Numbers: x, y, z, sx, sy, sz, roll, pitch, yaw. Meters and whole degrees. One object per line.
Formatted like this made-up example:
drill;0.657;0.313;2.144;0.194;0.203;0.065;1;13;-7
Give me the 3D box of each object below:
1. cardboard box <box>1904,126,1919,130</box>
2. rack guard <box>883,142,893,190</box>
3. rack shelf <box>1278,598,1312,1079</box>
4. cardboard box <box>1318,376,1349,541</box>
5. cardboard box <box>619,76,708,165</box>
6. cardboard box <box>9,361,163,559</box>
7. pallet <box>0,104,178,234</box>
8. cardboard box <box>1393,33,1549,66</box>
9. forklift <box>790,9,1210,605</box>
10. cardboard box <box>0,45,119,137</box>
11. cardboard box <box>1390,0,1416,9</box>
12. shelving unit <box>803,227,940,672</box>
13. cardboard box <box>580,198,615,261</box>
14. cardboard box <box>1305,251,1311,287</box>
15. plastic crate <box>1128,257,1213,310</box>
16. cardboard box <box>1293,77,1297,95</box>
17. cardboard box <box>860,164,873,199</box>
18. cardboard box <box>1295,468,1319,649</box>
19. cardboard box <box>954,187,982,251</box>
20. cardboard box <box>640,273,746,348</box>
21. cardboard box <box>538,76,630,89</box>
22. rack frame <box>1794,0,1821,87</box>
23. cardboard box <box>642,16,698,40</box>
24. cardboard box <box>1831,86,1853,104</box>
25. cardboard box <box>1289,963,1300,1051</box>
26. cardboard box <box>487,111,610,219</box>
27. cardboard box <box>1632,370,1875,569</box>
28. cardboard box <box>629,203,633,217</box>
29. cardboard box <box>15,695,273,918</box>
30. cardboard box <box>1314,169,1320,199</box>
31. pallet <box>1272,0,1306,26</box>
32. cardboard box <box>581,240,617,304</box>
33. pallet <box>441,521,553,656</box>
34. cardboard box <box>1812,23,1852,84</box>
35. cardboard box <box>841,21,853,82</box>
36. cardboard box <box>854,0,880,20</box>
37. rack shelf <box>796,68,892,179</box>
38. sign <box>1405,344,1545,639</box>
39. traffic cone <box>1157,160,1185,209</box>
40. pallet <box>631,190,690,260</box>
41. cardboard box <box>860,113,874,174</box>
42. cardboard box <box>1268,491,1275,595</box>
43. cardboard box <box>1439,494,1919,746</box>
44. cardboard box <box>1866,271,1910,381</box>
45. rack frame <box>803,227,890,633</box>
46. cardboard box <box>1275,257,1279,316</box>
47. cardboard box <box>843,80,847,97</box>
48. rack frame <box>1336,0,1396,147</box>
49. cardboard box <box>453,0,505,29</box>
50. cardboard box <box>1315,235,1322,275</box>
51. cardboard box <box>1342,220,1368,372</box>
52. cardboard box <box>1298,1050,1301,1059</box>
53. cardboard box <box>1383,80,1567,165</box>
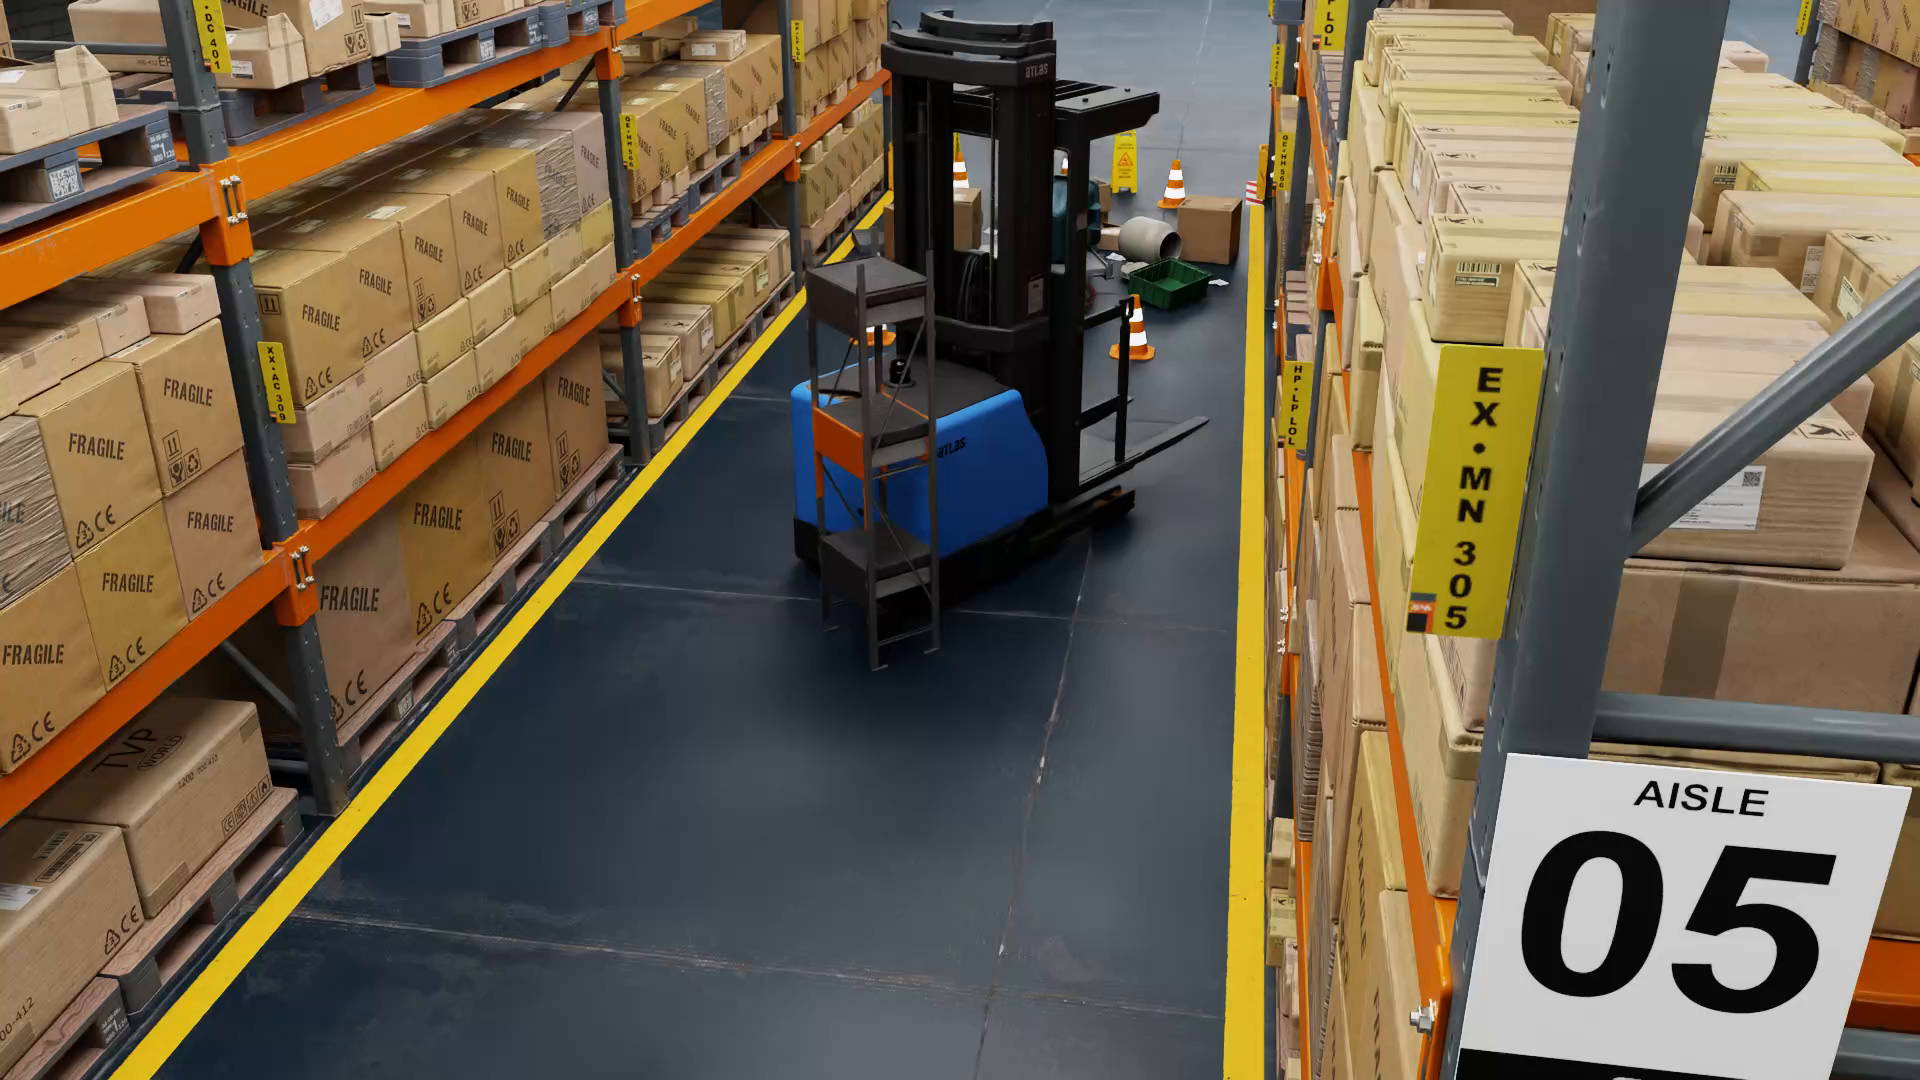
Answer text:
cardboard box;7.911;-3.280;13.515;0.380;0.149;0.250;4;25;9
rack guard;-1.222;-4.067;17.849;1.175;0.500;0.348;4;25;9
rack shelf;1.402;1.251;4.388;1.077;0.370;4.000;4;25;9
cardboard box;1.345;-0.155;4.894;0.500;0.500;0.500;3;25;7
cardboard box;-2.057;-2.868;11.375;0.500;0.500;0.500;4;25;9
cardboard box;-3.067;-0.282;5.517;0.500;0.500;0.500;4;25;8
pallet;-3.315;-1.189;5.318;1.003;0.211;1.213;4;25;9
cardboard box;1.380;-1.284;4.533;0.380;0.149;0.250;4;25;8
forklift;0.405;-1.528;9.557;1.130;2.935;3.031;20;32;36
cardboard box;-2.960;-1.456;5.329;0.396;0.266;0.258;5;26;10
cardboard box;2.111;-2.144;6.636;0.797;0.503;0.637;4;25;8
shelving unit;-0.419;-0.421;8.159;0.431;2.100;0.503;-17;30;-30
cardboard box;-2.346;-1.823;9.694;0.500;0.250;0.500;4;25;8
cardboard box;2.110;-1.488;9.191;0.380;0.149;0.250;4;25;8
plastic crate;1.772;-2.173;14.104;0.450;0.188;0.662;29;36;30
cardboard box;3.085;-3.480;13.470;0.875;0.550;0.550;4;25;9
cardboard box;-1.169;-3.603;16.657;0.500;0.250;0.500;4;25;9
cardboard box;1.399;0.098;5.533;0.500;0.500;0.500;4;25;8
cardboard box;-0.103;-2.658;13.946;0.500;0.500;0.500;4;25;9
cardboard box;-2.173;-1.747;12.547;0.950;0.372;0.625;5;26;10
cardboard box;-2.562;-2.893;11.428;0.500;0.500;0.500;2;25;5
rack frame;8.567;-4.544;15.920;1.000;3.000;0.127;4;25;9
cardboard box;-2.289;-4.050;13.134;0.380;0.149;0.250;4;25;8
cardboard box;8.149;-4.015;15.086;0.380;0.149;0.250;4;25;9
cardboard box;1.230;1.482;5.212;0.380;0.149;0.250;5;25;10
cardboard box;-2.344;-2.149;9.505;0.500;0.500;0.500;3;25;7
cardboard box;0.840;-0.095;1.994;0.380;0.149;0.250;4;25;8
cardboard box;-2.281;-2.084;10.466;0.380;0.149;0.250;3;25;5
cardboard box;-3.380;1.013;6.574;0.875;0.438;0.875;4;25;8
cardboard box;2.466;-2.269;9.763;0.700;0.500;0.500;4;25;8
pallet;2.436;-3.130;9.584;1.213;0.211;1.003;5;26;11
cardboard box;-2.344;-1.588;9.780;0.500;0.250;0.500;3;25;7
pallet;-2.922;0.211;9.050;1.003;0.211;1.213;4;25;9
cardboard box;8.450;-4.496;15.348;0.875;0.500;0.500;4;25;9
cardboard box;-1.300;-4.536;15.434;0.500;0.500;0.500;4;25;9
cardboard box;-1.150;-5.203;15.680;0.700;0.500;0.500;4;25;8
rack shelf;-1.537;-4.069;15.752;1.077;0.370;4.000;4;25;9
sign;0.531;-0.045;1.725;0.100;0.325;0.005;4;25;9
traffic cone;2.202;-3.657;17.018;0.336;0.463;0.334;4;25;9
pallet;-2.506;-2.104;10.932;1.213;0.211;1.003;4;25;9
cardboard box;-1.165;-3.944;16.501;0.500;0.500;0.500;5;26;10
cardboard box;1.857;0.061;8.534;0.500;0.500;0.500;3;25;7
cardboard box;0.899;0.034;2.187;0.500;0.250;0.500;3;25;7
cardboard box;1.529;-0.270;2.366;0.380;0.149;0.250;4;25;8
rack frame;-0.554;-0.508;8.342;0.400;2.100;0.015;-17;30;-30
cardboard box;3.024;-2.163;12.990;1.050;0.750;0.750;4;25;8
cardboard box;-1.264;-4.195;15.471;0.380;0.149;0.250;4;25;8
rack frame;1.729;-2.628;4.750;1.000;3.000;0.127;4;25;9
cardboard box;-2.519;-2.722;7.875;0.500;0.500;0.500;4;25;9
cardboard box;1.986;-1.425;8.355;0.380;0.149;0.250;3;25;6
cardboard box;1.216;-0.600;4.132;0.500;0.250;0.500;5;26;11
cardboard box;1.327;1.648;5.558;0.380;0.149;0.250;4;25;7
cardboard box;1.180;-0.958;3.836;0.380;0.149;0.250;5;26;11
